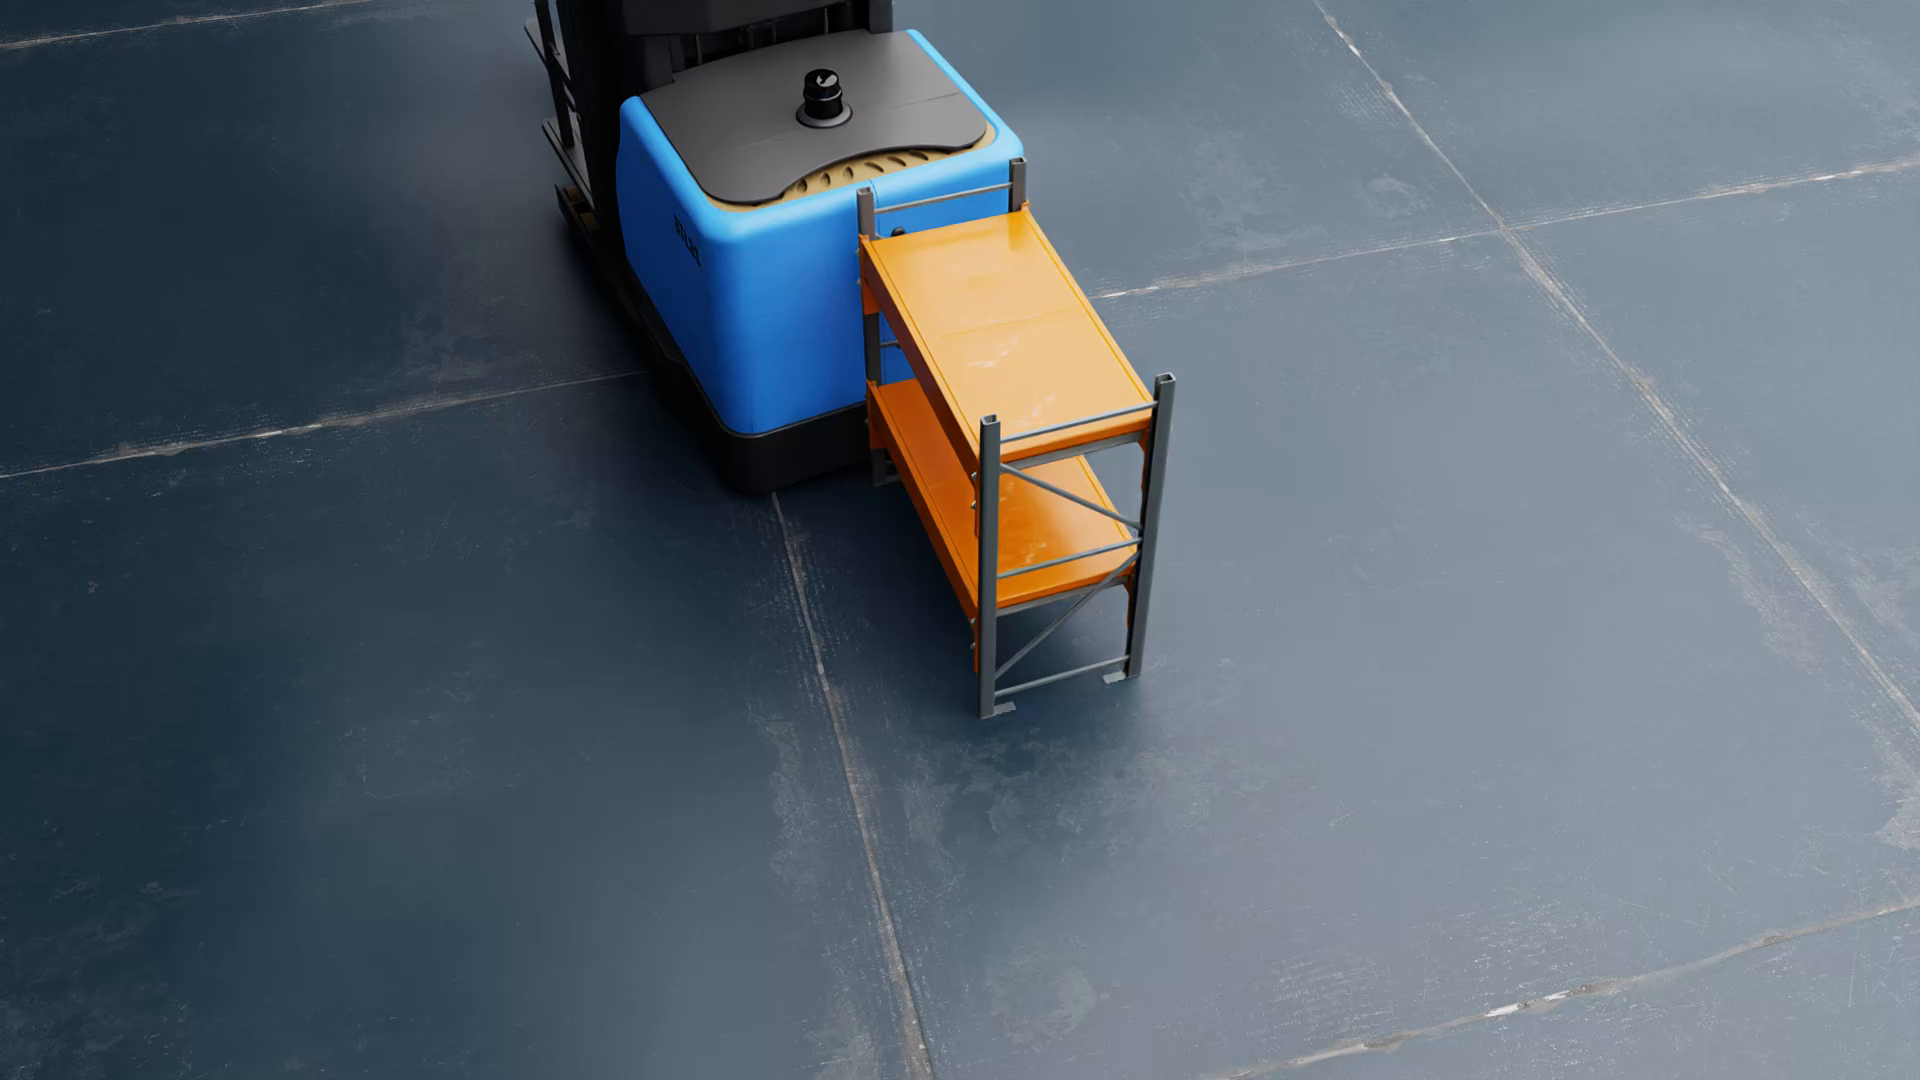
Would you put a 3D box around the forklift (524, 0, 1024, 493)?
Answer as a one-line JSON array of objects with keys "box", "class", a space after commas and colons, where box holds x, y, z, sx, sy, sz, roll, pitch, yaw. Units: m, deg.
[{"box": [-0.896, -2.234, 5.387, 1.130, 2.935, 3.031, -19, 49, -18], "class": "forklift"}]

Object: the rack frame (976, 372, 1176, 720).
[{"box": [0.288, 0.052, 4.412, 0.500, 1.125, 0.032, -14, 47, -13], "class": "rack frame"}]

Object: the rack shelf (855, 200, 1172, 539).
[{"box": [0.119, -0.496, 4.538, 0.538, 0.278, 1.000, -14, 47, -13], "class": "rack shelf"}]

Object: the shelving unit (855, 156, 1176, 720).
[{"box": [0.119, -0.291, 4.747, 0.538, 1.125, 1.048, -14, 47, -13], "class": "shelving unit"}]

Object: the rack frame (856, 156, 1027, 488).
[{"box": [-0.050, -0.633, 5.083, 0.500, 1.125, 0.032, -14, 47, -13], "class": "rack frame"}]

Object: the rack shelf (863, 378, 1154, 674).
[{"box": [0.119, -0.120, 4.922, 0.538, 0.278, 1.000, -14, 47, -13], "class": "rack shelf"}]
